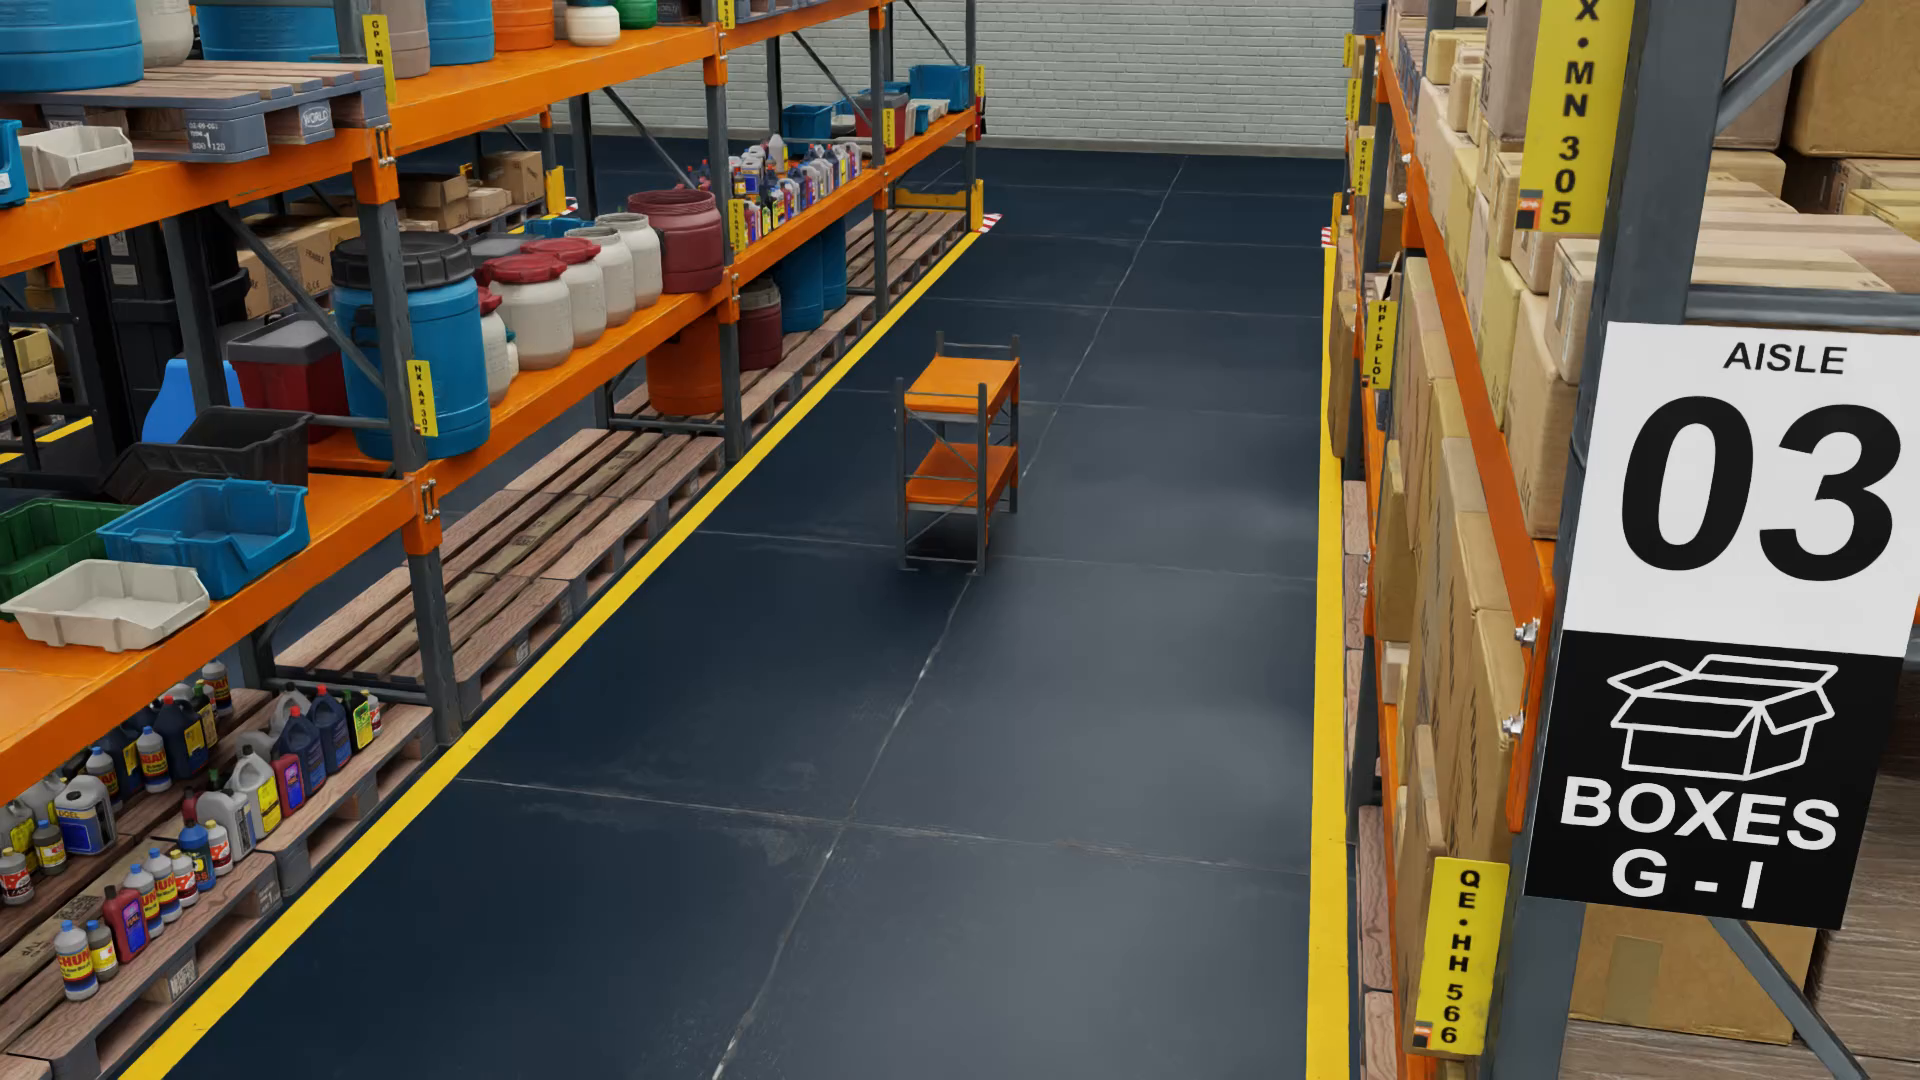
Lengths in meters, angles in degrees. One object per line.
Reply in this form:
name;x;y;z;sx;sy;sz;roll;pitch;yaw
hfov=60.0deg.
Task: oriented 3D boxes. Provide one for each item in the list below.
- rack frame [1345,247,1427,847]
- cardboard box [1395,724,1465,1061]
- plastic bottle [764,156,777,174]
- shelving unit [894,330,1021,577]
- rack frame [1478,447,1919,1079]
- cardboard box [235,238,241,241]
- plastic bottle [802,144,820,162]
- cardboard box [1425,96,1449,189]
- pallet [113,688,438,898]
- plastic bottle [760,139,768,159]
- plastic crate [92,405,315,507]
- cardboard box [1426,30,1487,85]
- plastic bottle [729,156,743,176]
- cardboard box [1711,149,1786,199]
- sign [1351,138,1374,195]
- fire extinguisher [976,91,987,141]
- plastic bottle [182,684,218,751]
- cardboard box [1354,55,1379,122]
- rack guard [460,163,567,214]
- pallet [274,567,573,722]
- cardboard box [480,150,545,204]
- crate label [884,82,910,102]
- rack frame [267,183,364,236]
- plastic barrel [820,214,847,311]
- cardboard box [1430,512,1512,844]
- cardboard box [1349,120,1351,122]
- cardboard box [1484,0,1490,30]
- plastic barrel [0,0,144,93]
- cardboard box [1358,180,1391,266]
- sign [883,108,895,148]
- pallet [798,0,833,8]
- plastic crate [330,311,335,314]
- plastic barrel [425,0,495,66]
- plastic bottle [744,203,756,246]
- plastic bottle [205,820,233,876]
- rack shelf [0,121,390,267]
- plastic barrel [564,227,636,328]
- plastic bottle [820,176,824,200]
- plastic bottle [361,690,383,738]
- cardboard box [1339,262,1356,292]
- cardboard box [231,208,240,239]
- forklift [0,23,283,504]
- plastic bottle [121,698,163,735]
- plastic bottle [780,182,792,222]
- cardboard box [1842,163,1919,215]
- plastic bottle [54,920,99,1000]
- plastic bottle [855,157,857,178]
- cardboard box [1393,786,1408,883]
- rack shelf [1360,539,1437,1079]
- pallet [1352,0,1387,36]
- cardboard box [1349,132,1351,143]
rack frame;2.070;-0.131;6.164;1.000;3.000;0.127;4;22;11
cardboard box;1.378;0.756;3.428;0.875;0.500;0.500;4;22;11
plastic bottle;-1.562;-3.065;13.716;0.097;0.201;0.097;0;22;0
shelving unit;0.001;-0.524;9.650;0.538;1.125;1.048;4;22;11
rack frame;1.254;1.332;2.531;1.000;3.000;0.127;4;22;11
cardboard box;-6.539;-2.321;14.360;0.500;0.500;0.500;5;22;12
plastic bottle;-1.192;-2.994;13.338;0.144;0.351;0.185;4;22;11
cardboard box;1.625;-1.114;4.790;0.500;0.250;0.500;4;22;10
pallet;-2.956;1.027;7.020;1.003;0.211;1.213;4;22;11
plastic bottle;-1.666;-3.230;14.014;0.061;0.283;0.133;4;22;11
plastic crate;-3.010;-0.298;6.661;0.767;0.338;0.504;4;22;11
cardboard box;1.702;-1.542;5.320;0.380;0.149;0.250;4;22;9
plastic bottle;-1.802;-2.898;13.200;0.152;0.276;0.135;4;22;11
cardboard box;1.322;-0.670;3.153;0.380;0.149;0.250;5;22;12
sign;2.342;-2.172;9.682;0.100;0.325;0.005;4;22;11
fire extinguisher;0.146;-4.709;18.133;0.296;0.674;0.183;4;22;11
plastic bottle;-3.207;0.759;7.002;0.061;0.283;0.133;4;22;11
cardboard box;3.641;-3.844;14.183;0.500;0.500;0.500;5;22;11
rack guard;-5.194;-4.089;19.337;1.175;0.500;0.348;4;22;11
pallet;-2.656;0.495;8.343;1.003;0.211;1.213;4;22;11
cardboard box;-5.048;-4.103;18.784;0.500;0.500;0.500;4;22;11
crate label;-0.703;-4.782;17.856;0.416;0.233;0.303;4;22;11
rack frame;-5.994;-3.813;15.307;1.000;3.000;0.127;4;22;11
plastic barrel;-1.274;-2.458;14.189;0.600;0.901;0.708;4;22;11
cardboard box;1.221;0.280;3.272;0.500;0.500;0.500;4;22;11
cardboard box;3.951;-4.059;15.719;0.500;0.250;0.500;4;22;9
cardboard box;2.263;-1.929;5.914;0.797;0.503;0.637;3;22;8
plastic barrel;-3.086;-1.971;5.485;0.600;0.901;0.708;4;22;11
cardboard box;2.852;-2.022;10.724;0.500;0.500;0.500;4;22;10
sign;-0.608;-3.520;14.208;0.100;0.325;0.005;4;22;11
pallet;-1.439;-4.029;12.080;1.003;0.211;1.213;4;22;11
plastic crate;-2.858;-0.928;8.165;0.392;0.384;0.575;4;22;11
plastic barrel;-2.620;-2.813;8.138;0.600;0.901;0.708;4;22;11
plastic bottle;-1.446;-2.168;11.377;0.061;0.283;0.133;4;22;11
plastic bottle;-2.767;1.136;6.176;0.097;0.201;0.097;0;22;0
rack shelf;-3.187;-0.835;4.859;1.077;0.370;4.000;4;22;11
plastic barrel;-2.049;-1.477;9.356;0.421;0.512;0.421;0;22;0
plastic bottle;-1.112;-2.762;12.962;0.097;0.201;0.097;0;22;0
plastic bottle;-2.547;0.742;7.153;0.097;0.201;0.097;0;22;0
cardboard box;3.237;-1.379;11.545;1.225;0.875;0.875;5;22;11
cardboard box;-6.536;-2.682;14.250;0.500;0.250;0.500;5;22;11
forklift;-5.193;-1.614;9.937;3.031;2.935;1.130;3;22;7
plastic bottle;-3.349;0.780;6.859;0.144;0.351;0.185;5;22;12
plastic bottle;-1.277;-2.470;12.128;0.061;0.283;0.133;4;22;11
cardboard box;1.740;-0.541;2.835;0.380;0.149;0.250;5;23;13
plastic bottle;-2.920;1.376;5.484;0.097;0.271;0.097;0;22;0
plastic bottle;-0.907;-3.129;13.873;0.097;0.201;0.097;0;22;0
cardboard box;1.313;0.772;4.258;0.380;0.149;0.250;4;22;11
rack shelf;1.662;0.934;4.482;1.077;0.370;4.000;4;22;11
pallet;2.966;-3.137;9.866;1.213;0.211;1.003;6;23;13
cardboard box;3.759;-3.640;15.212;0.380;0.149;0.250;5;22;12
